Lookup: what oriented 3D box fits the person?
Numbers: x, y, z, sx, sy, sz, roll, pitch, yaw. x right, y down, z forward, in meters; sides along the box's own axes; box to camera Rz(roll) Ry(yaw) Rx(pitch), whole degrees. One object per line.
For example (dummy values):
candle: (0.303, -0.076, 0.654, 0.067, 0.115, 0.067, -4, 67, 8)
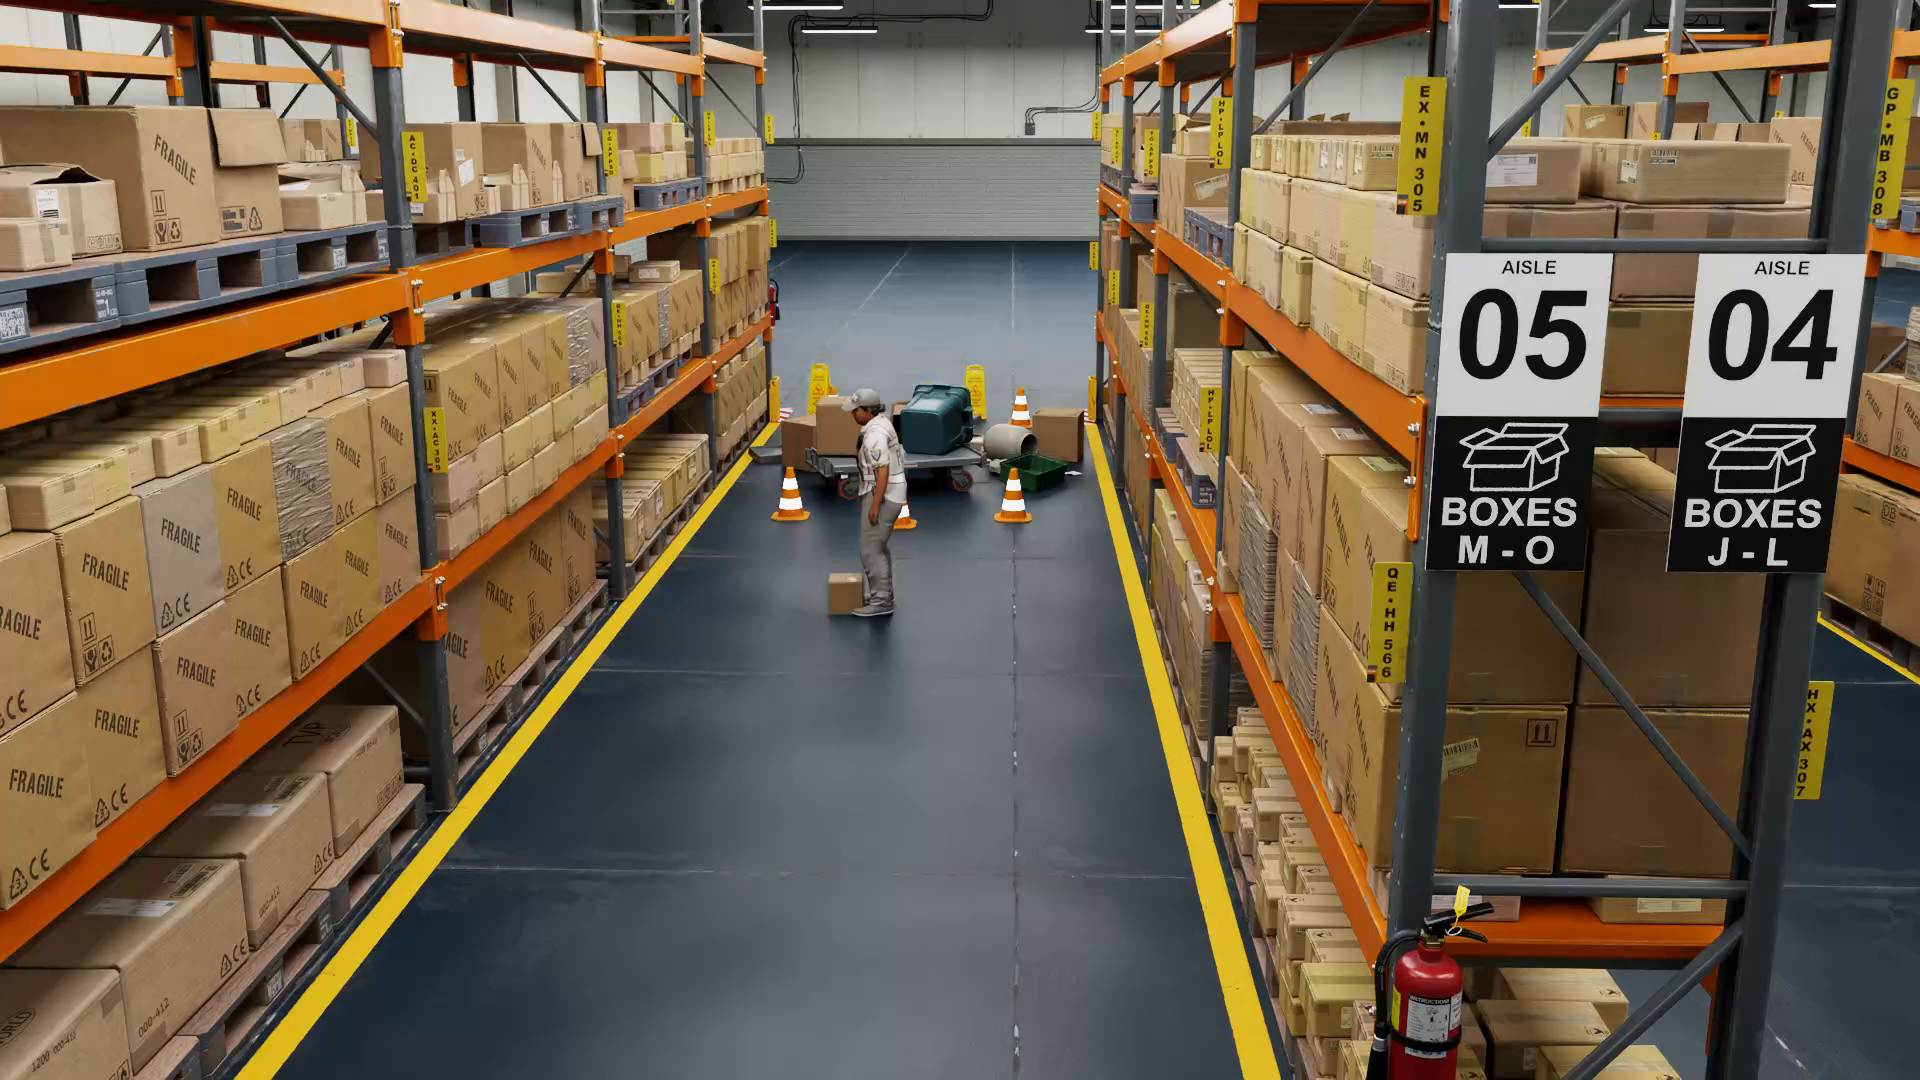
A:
person: (7.917, -7.246, 31.050, 18.326, 6.001, 40.210, 0, 14, -1)
